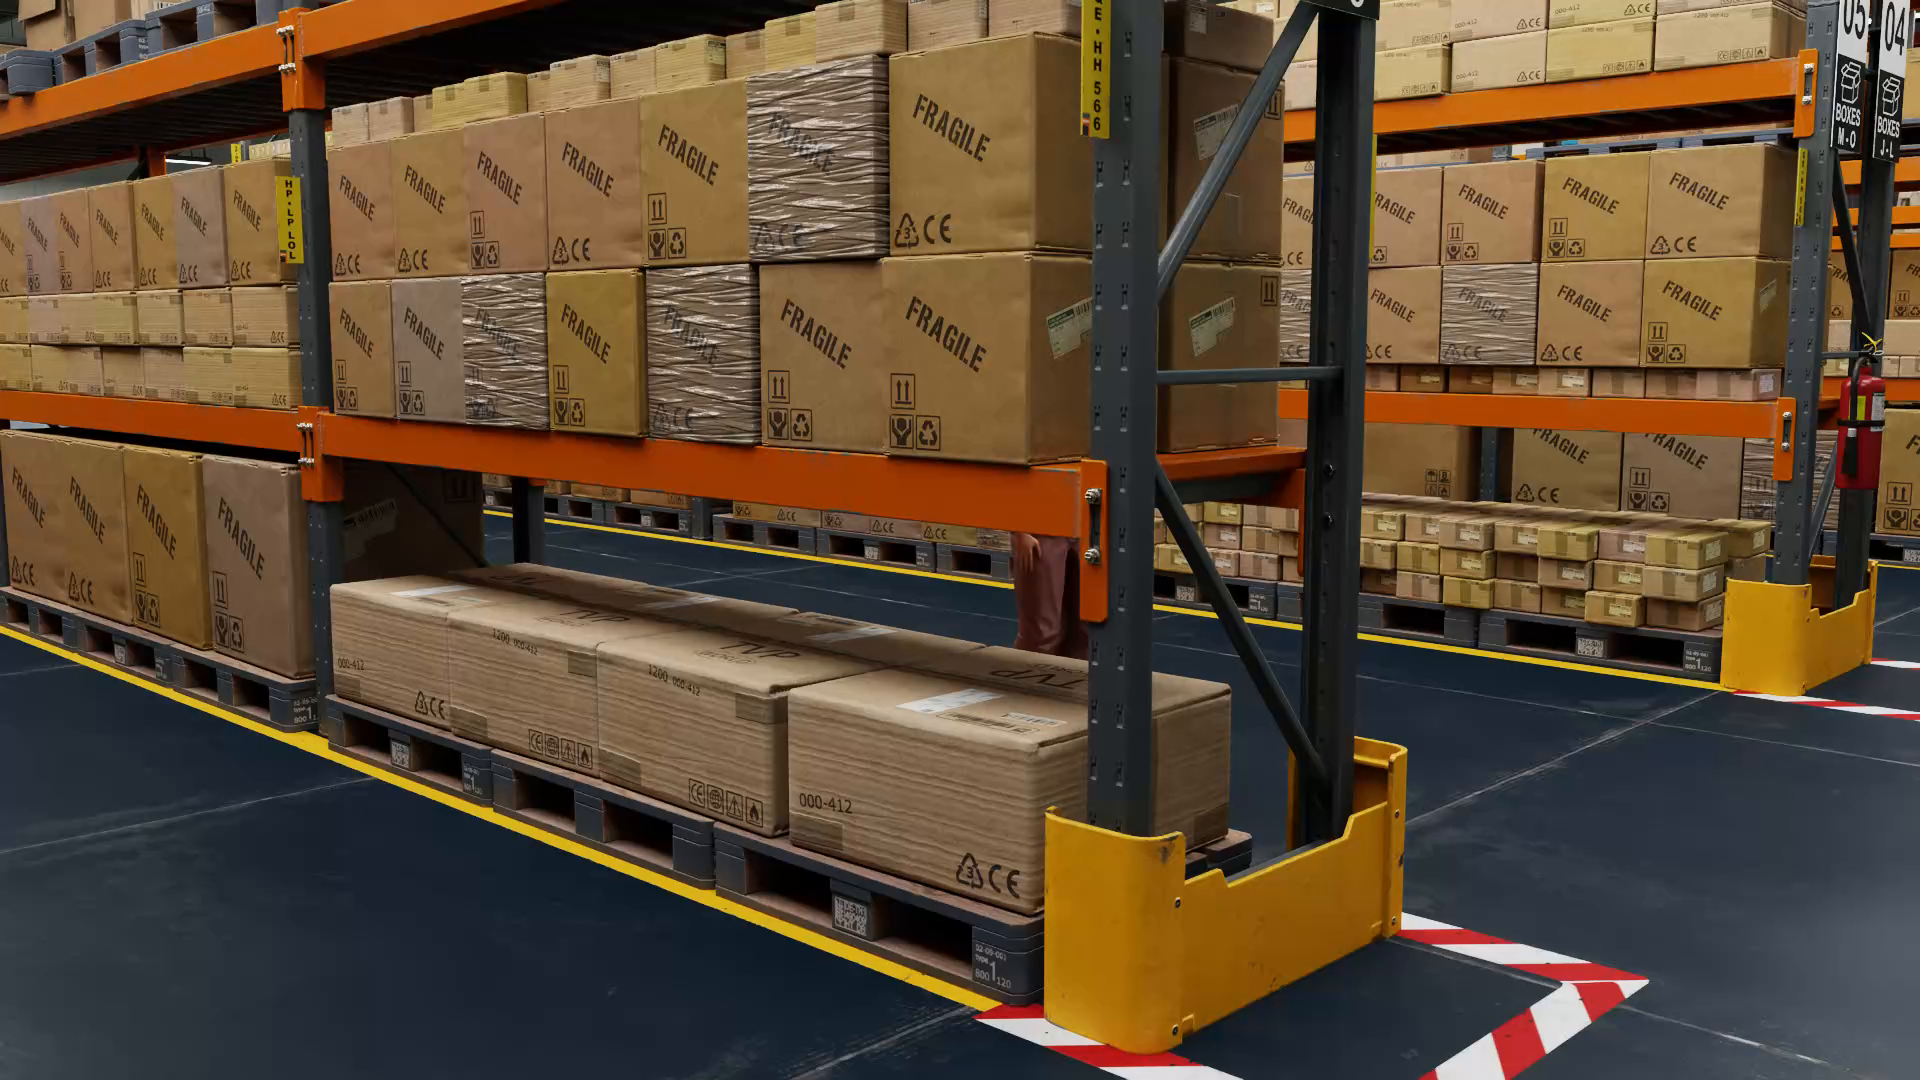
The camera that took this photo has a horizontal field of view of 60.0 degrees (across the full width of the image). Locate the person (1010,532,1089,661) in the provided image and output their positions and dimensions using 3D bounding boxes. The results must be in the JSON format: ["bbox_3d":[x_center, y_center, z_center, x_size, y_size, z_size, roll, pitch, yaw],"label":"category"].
[{"bbox_3d":[0.378,-0.006,6.326,0.365,1.671,0.519,6,9,41],"label":"person"}]
